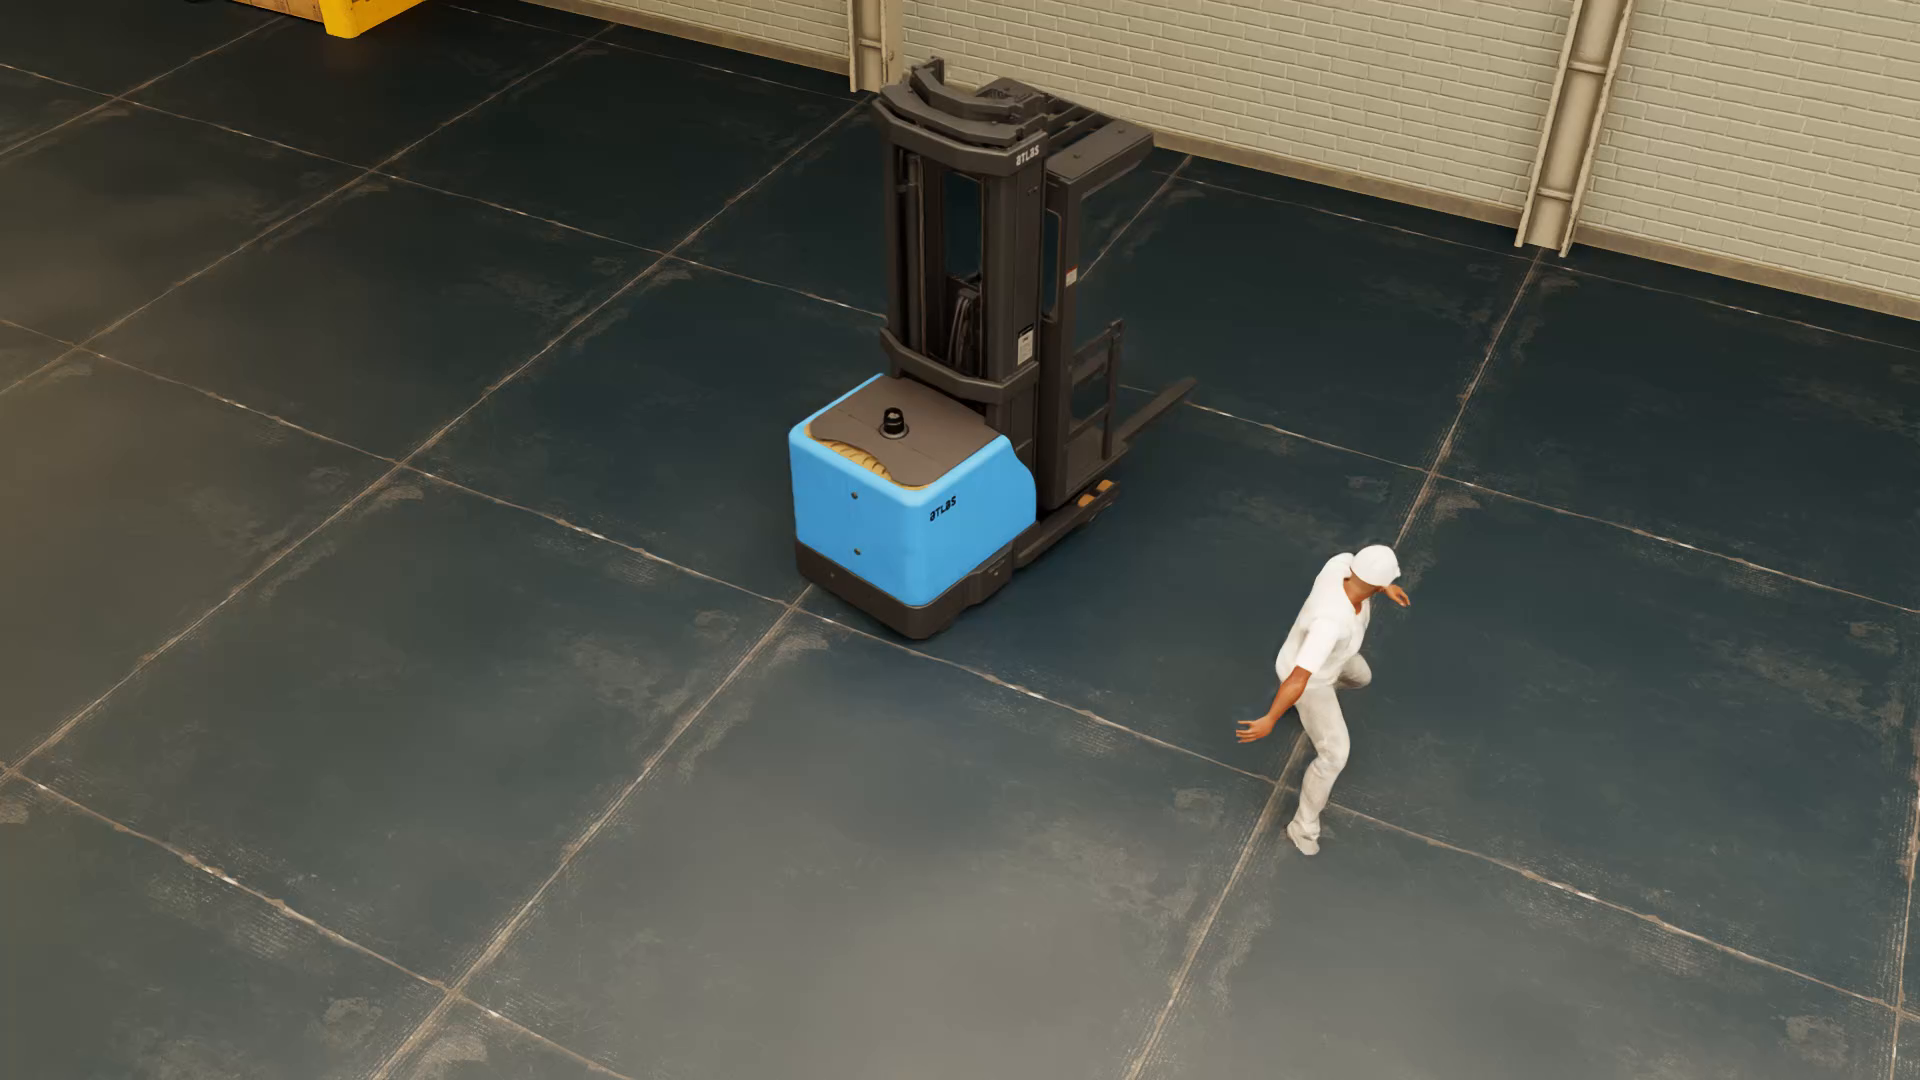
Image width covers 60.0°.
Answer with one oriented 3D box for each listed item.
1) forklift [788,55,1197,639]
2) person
[{"bbox_3d":[0.359,-1.432,9.687,1.130,2.935,3.031,29,48,30],"label":"forklift"},{"bbox_3d":[1.814,0.696,8.268,0.556,1.707,1.194,19,44,21],"label":"person"}]
